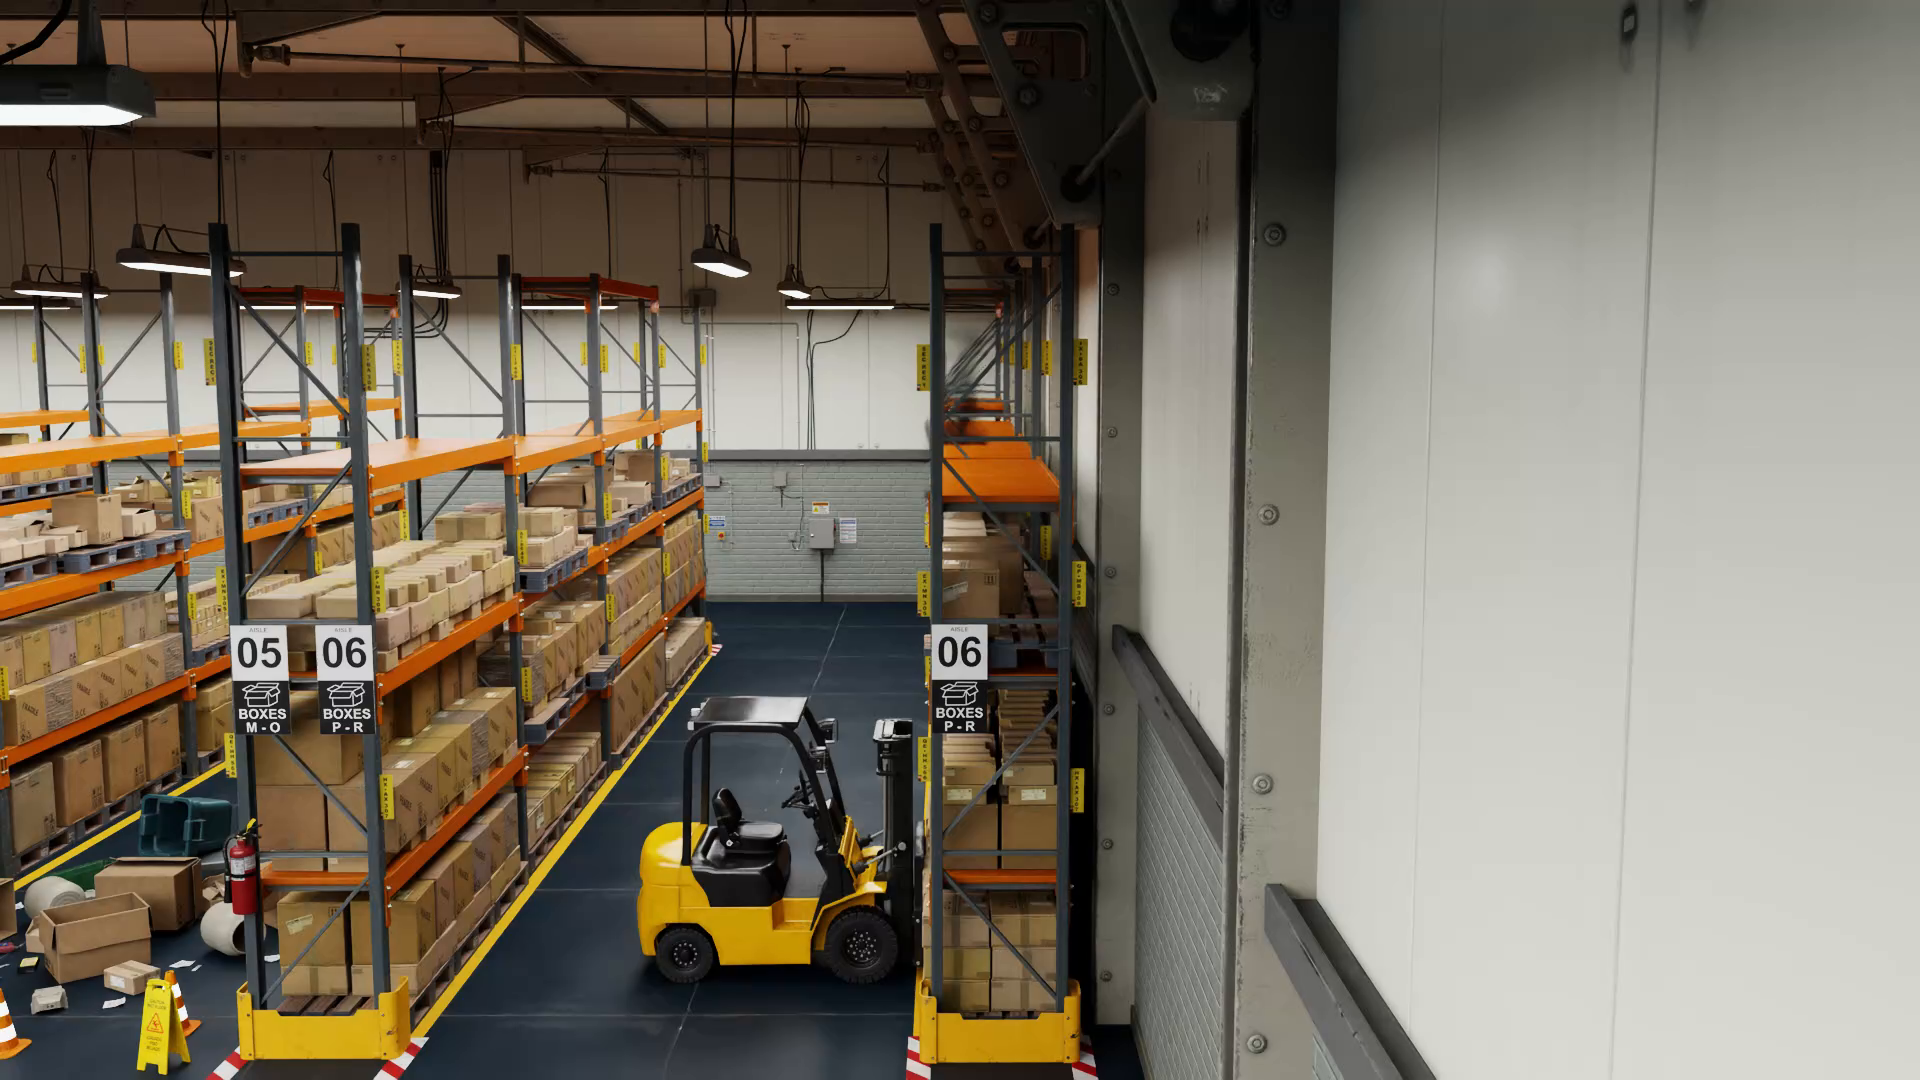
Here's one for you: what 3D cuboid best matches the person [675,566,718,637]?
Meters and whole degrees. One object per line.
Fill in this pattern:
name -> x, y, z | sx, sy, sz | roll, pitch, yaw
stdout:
person -> -4.654, 0.925, 28.959 | 0.845, 1.847, 0.684 | 0, 7, 0
